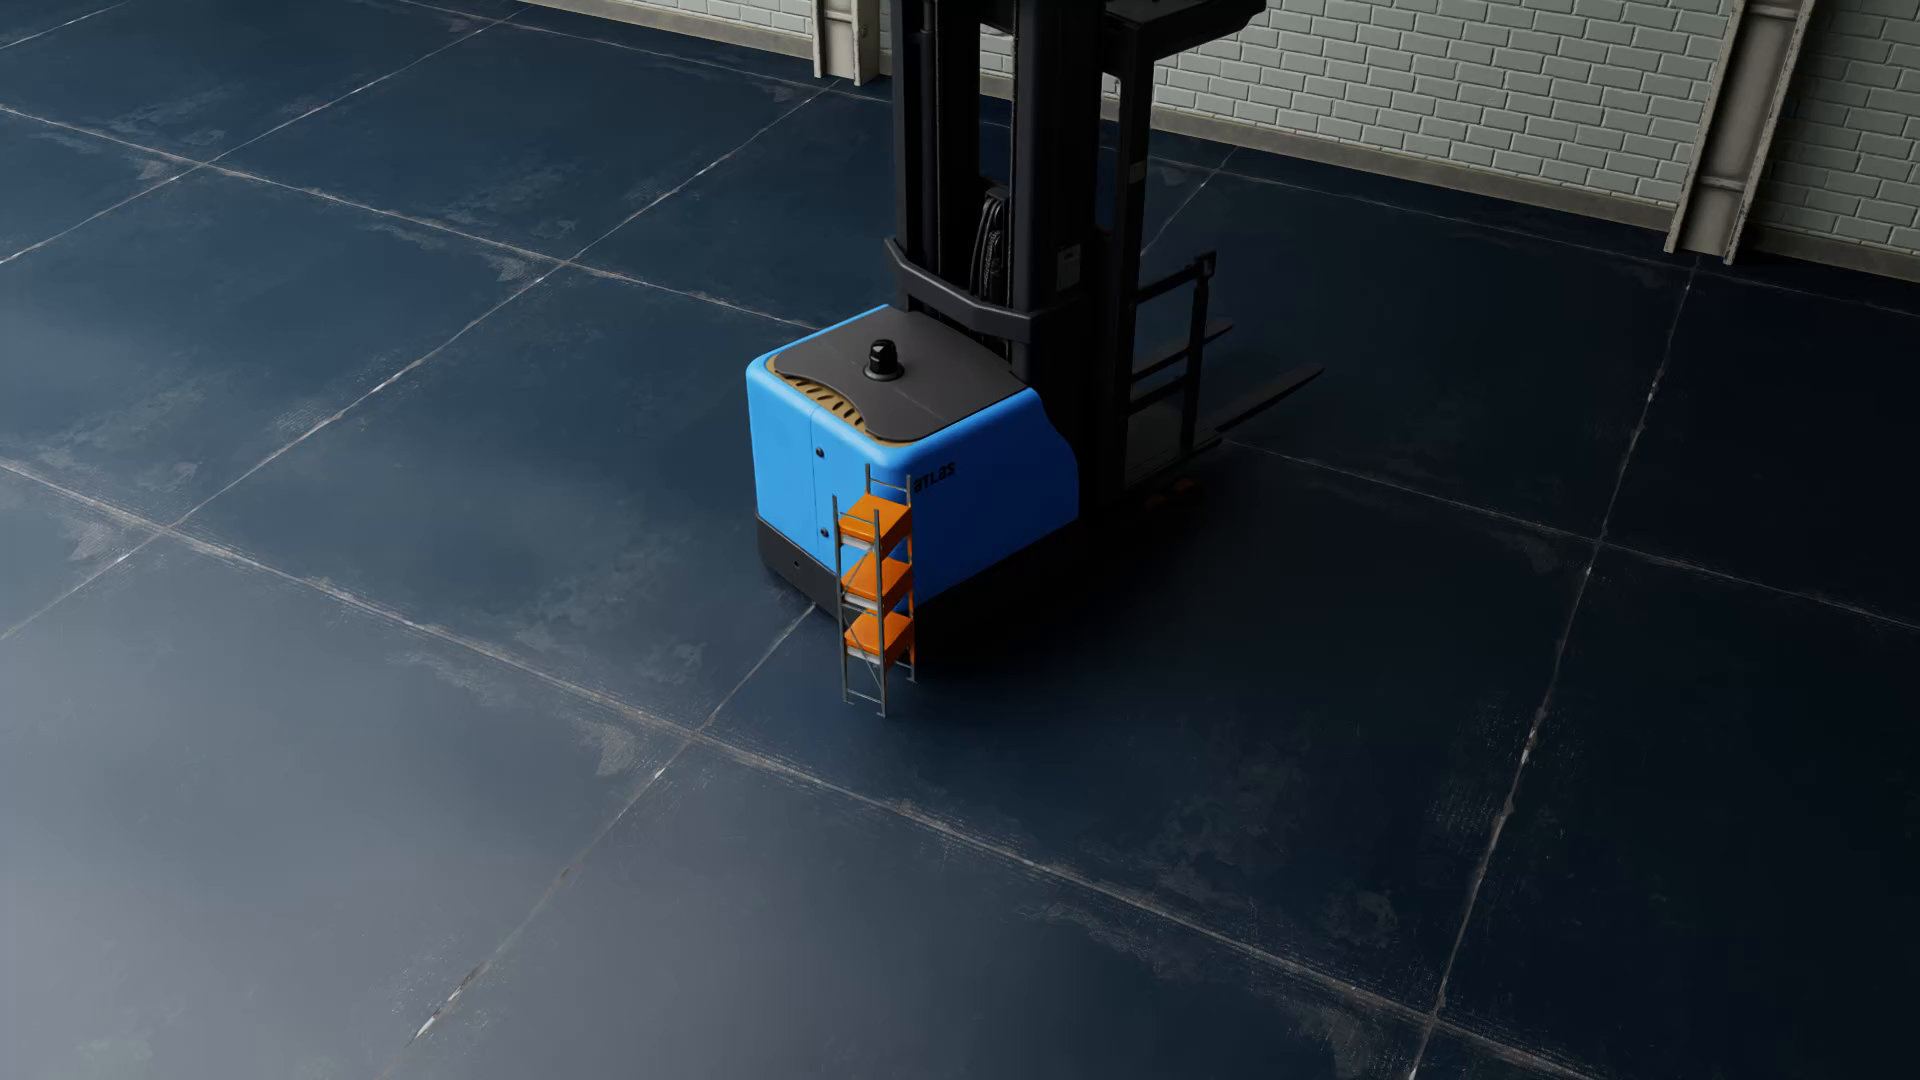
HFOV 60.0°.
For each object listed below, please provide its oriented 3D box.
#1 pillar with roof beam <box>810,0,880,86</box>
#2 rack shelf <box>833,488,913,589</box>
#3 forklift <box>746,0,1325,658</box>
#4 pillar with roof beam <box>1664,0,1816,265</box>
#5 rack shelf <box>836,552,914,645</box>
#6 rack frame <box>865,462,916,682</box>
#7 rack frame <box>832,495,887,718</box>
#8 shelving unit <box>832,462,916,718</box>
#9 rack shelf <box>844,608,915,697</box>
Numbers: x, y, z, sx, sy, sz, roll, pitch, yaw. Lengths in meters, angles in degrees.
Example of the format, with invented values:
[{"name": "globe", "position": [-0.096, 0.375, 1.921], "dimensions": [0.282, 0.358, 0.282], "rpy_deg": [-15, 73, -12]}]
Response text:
[{"name": "pillar with roof beam", "position": [-2.809, -4.715, 6.518], "dimensions": [0.400, 9.000, 9.100], "rpy_deg": [17, 41, 21]}, {"name": "rack shelf", "position": [-0.334, -0.005, 6.437], "dimensions": [0.215, 0.259, 0.240], "rpy_deg": [18, 41, 22]}, {"name": "forklift", "position": [0.525, -1.429, 7.209], "dimensions": [3.031, 2.935, 1.130], "rpy_deg": [-28, 45, -32]}, {"name": "pillar with roof beam", "position": [2.519, -3.046, 4.321], "dimensions": [0.400, 9.000, 9.100], "rpy_deg": [17, 41, 21]}, {"name": "rack shelf", "position": [-0.334, 0.221, 6.608], "dimensions": [0.215, 0.259, 0.240], "rpy_deg": [18, 41, 22]}, {"name": "rack frame", "position": [-0.277, 0.147, 6.688], "dimensions": [0.200, 1.050, 0.008], "rpy_deg": [18, 41, 22]}, {"name": "rack frame", "position": [-0.391, 0.278, 6.516], "dimensions": [0.200, 1.050, 0.008], "rpy_deg": [18, 41, 22]}, {"name": "shelving unit", "position": [-0.334, 0.212, 6.602], "dimensions": [0.215, 1.050, 0.252], "rpy_deg": [18, 41, 22]}, {"name": "rack shelf", "position": [-0.334, 0.442, 6.776], "dimensions": [0.215, 0.259, 0.240], "rpy_deg": [18, 41, 22]}]
